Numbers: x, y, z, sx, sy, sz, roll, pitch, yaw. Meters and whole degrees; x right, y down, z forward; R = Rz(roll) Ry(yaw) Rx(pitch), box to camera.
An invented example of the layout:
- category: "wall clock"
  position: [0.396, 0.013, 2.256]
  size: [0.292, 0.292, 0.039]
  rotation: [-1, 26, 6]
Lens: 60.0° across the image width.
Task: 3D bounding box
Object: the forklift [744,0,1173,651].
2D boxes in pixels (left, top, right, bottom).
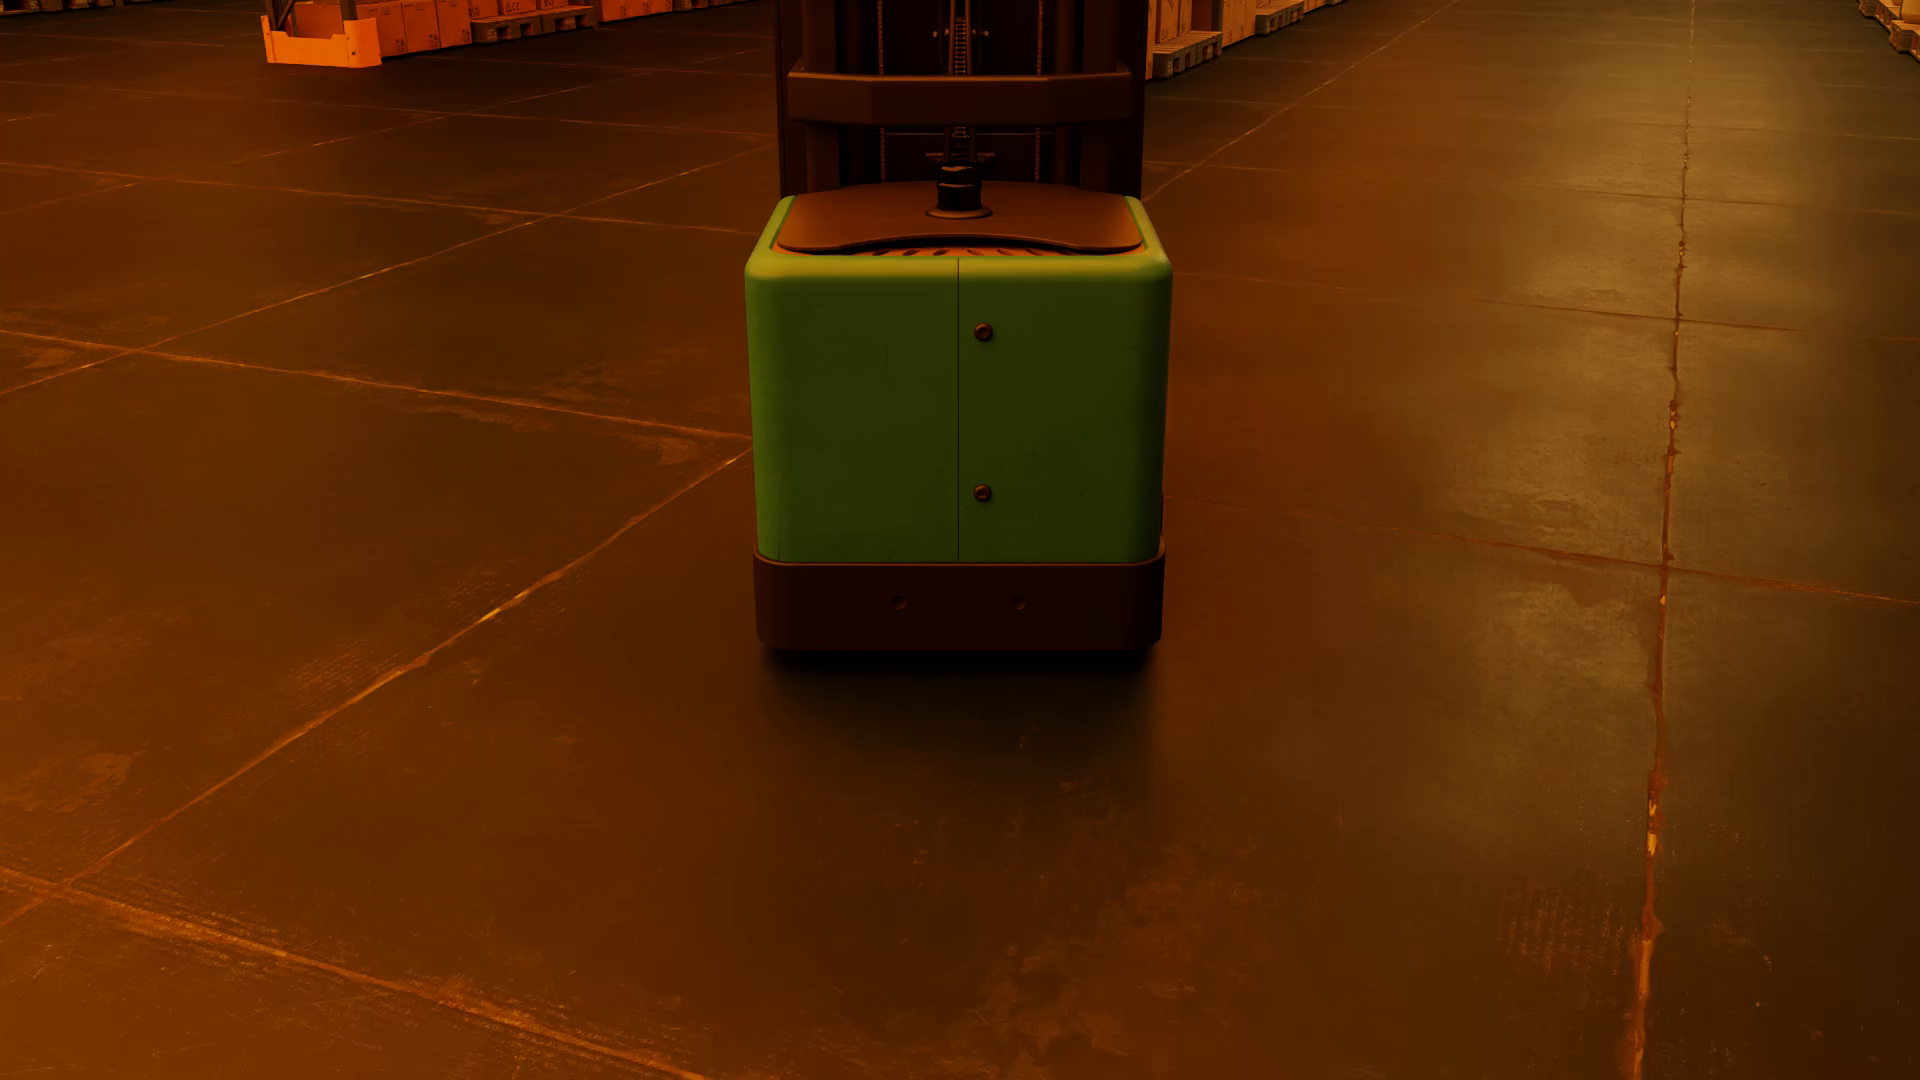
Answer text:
- category: "forklift"
  position: [0.002, -1.587, 5.089]
  size: [1.130, 2.935, 3.031]
  rotation: [0, 23, 0]
